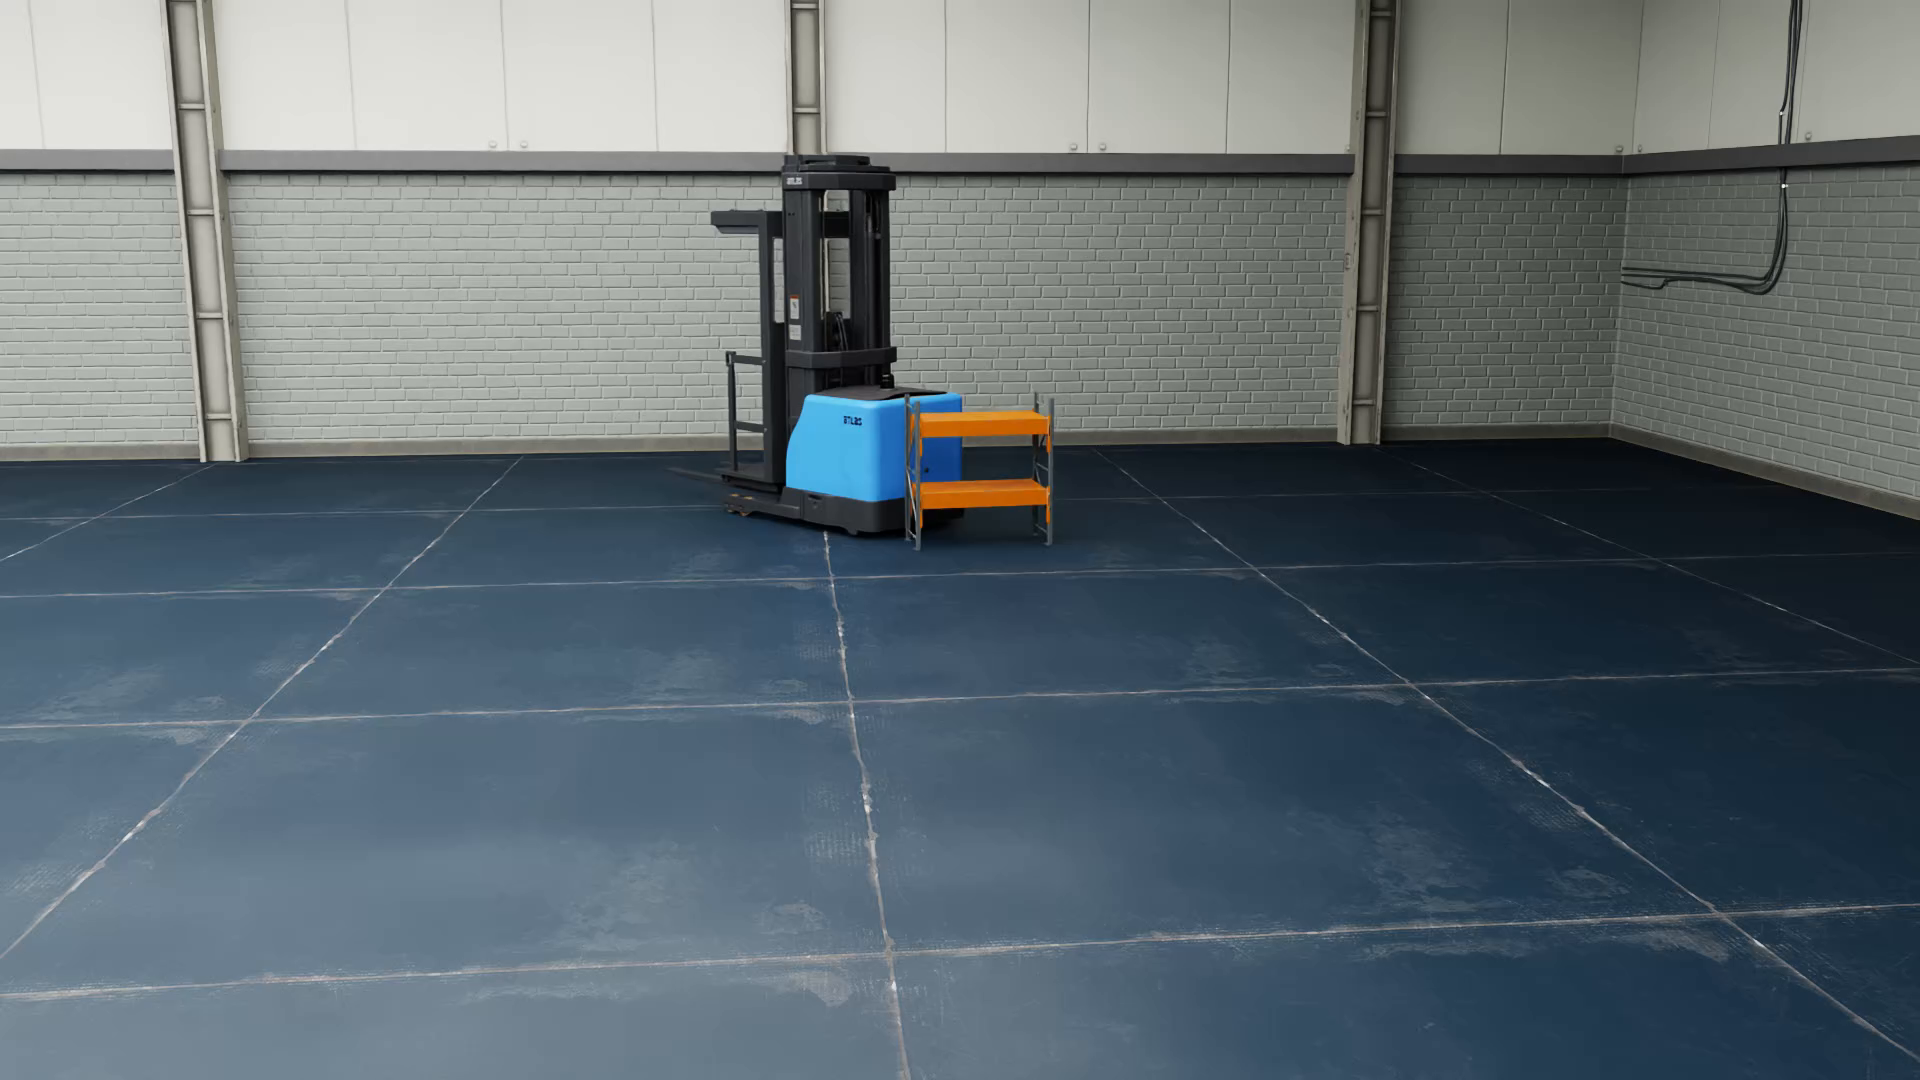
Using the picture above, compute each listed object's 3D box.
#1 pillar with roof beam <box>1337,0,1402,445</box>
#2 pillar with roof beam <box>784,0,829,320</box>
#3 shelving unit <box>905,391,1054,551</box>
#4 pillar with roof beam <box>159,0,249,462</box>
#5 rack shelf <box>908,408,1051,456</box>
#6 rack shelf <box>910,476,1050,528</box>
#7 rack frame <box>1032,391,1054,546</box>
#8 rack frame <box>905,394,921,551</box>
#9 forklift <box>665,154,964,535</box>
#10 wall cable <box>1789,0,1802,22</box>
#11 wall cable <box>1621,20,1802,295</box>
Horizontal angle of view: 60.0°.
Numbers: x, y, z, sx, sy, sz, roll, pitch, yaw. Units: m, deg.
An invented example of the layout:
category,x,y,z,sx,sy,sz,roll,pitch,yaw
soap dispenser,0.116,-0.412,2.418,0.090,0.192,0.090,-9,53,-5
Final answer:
category,x,y,z,sx,sy,sz,roll,pitch,yaw
pillar with roof beam,4.856,-4.665,13.268,0.400,9.000,9.100,-1,11,-6
pillar with roof beam,-1.109,-4.540,12.632,0.400,9.000,9.100,-1,11,-6
shelving unit,0.140,-0.536,12.677,1.048,1.125,0.538,-2,11,-12
pillar with roof beam,-7.074,-4.415,11.996,0.400,9.000,9.100,-1,11,-6
rack shelf,0.140,-0.823,12.620,1.000,0.278,0.538,-2,11,-12
rack shelf,0.140,-0.296,12.724,1.000,0.278,0.538,-2,11,-12
rack frame,0.637,-0.556,12.778,0.032,1.125,0.500,-2,11,-12
rack frame,-0.358,-0.516,12.575,0.032,1.125,0.500,-2,11,-12
forklift,-1.359,-1.696,13.896,1.130,2.935,3.031,-11,15,-43
wall cable,7.755,-5.734,13.663,0.112,2.526,3.097,-1,11,-6
wall cable,7.462,-3.775,16.789,0.112,2.526,3.097,-1,11,-6
